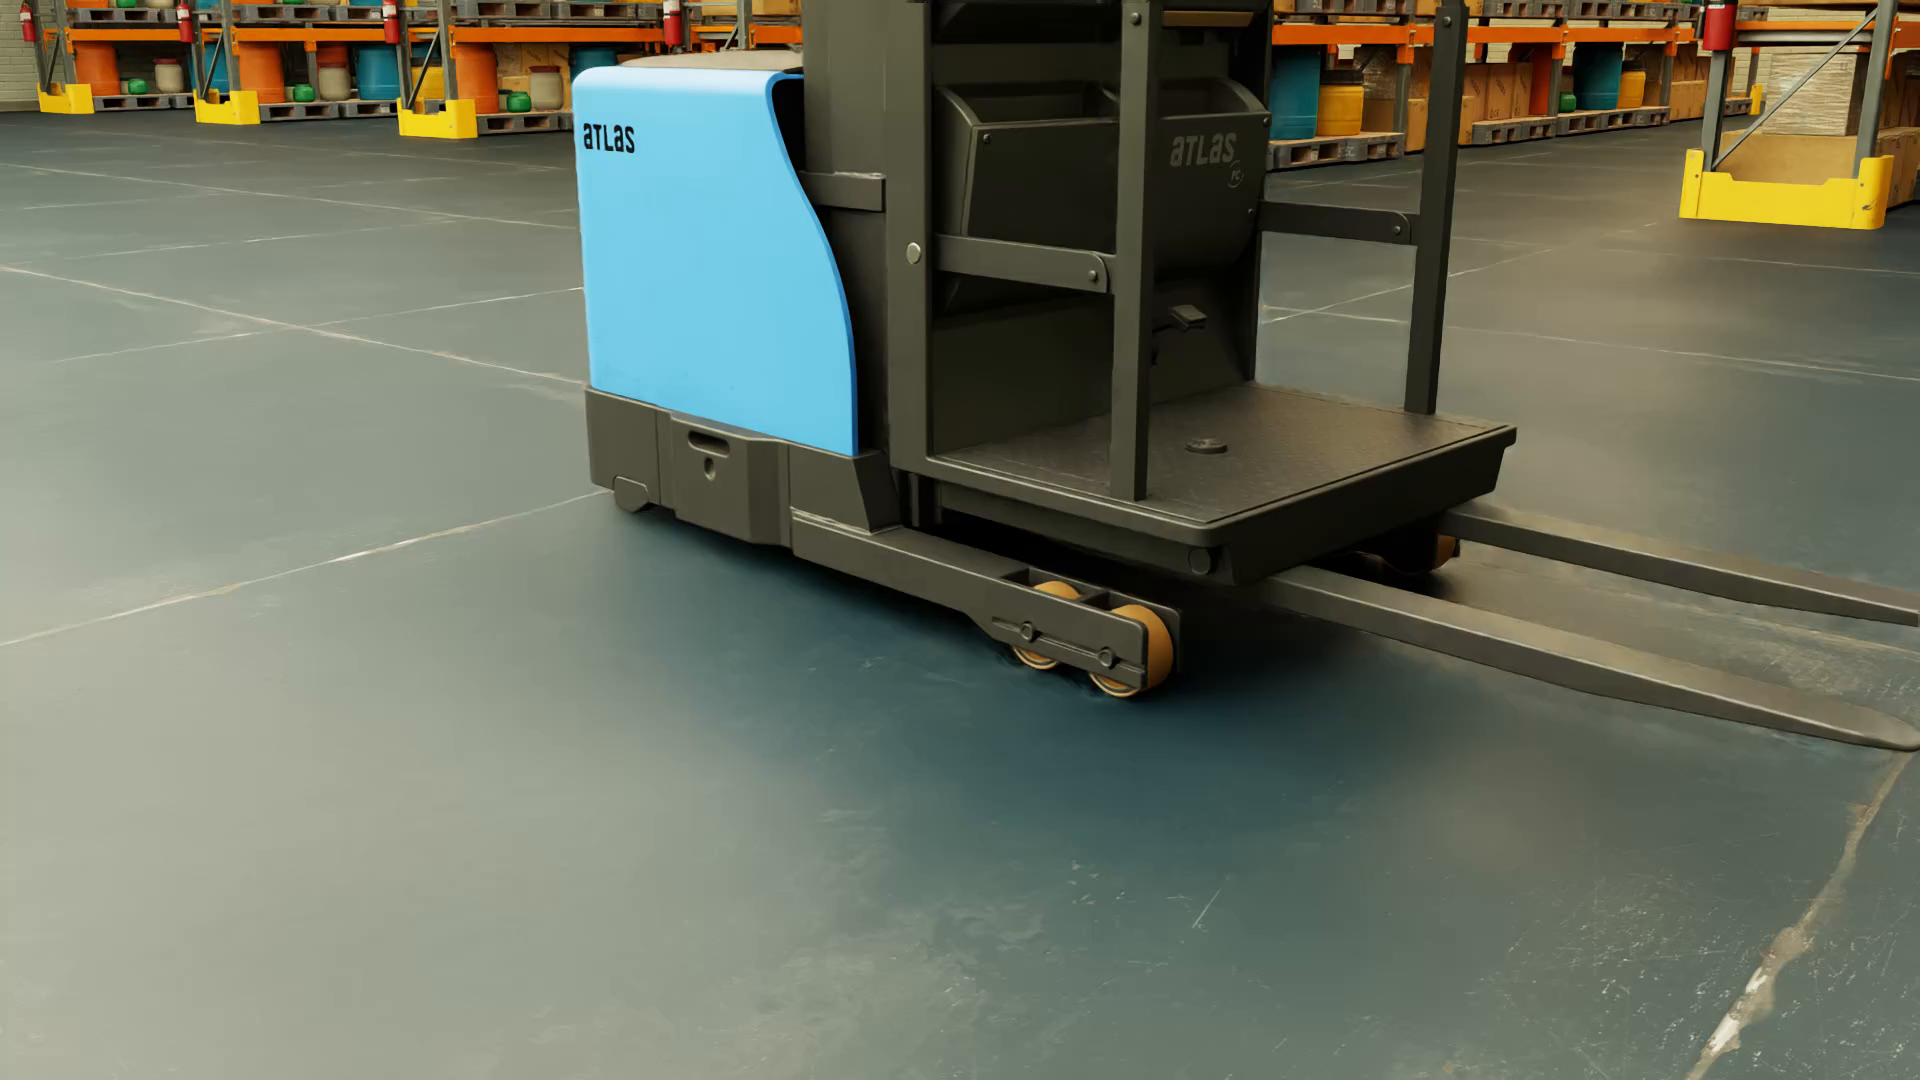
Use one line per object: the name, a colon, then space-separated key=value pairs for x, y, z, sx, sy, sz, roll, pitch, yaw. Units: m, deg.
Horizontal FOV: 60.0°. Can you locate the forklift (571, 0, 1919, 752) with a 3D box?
forklift: x=0.460 y=-1.287 z=3.136 sx=1.130 sy=2.935 sz=3.031 roll=-16 pitch=23 yaw=-42
